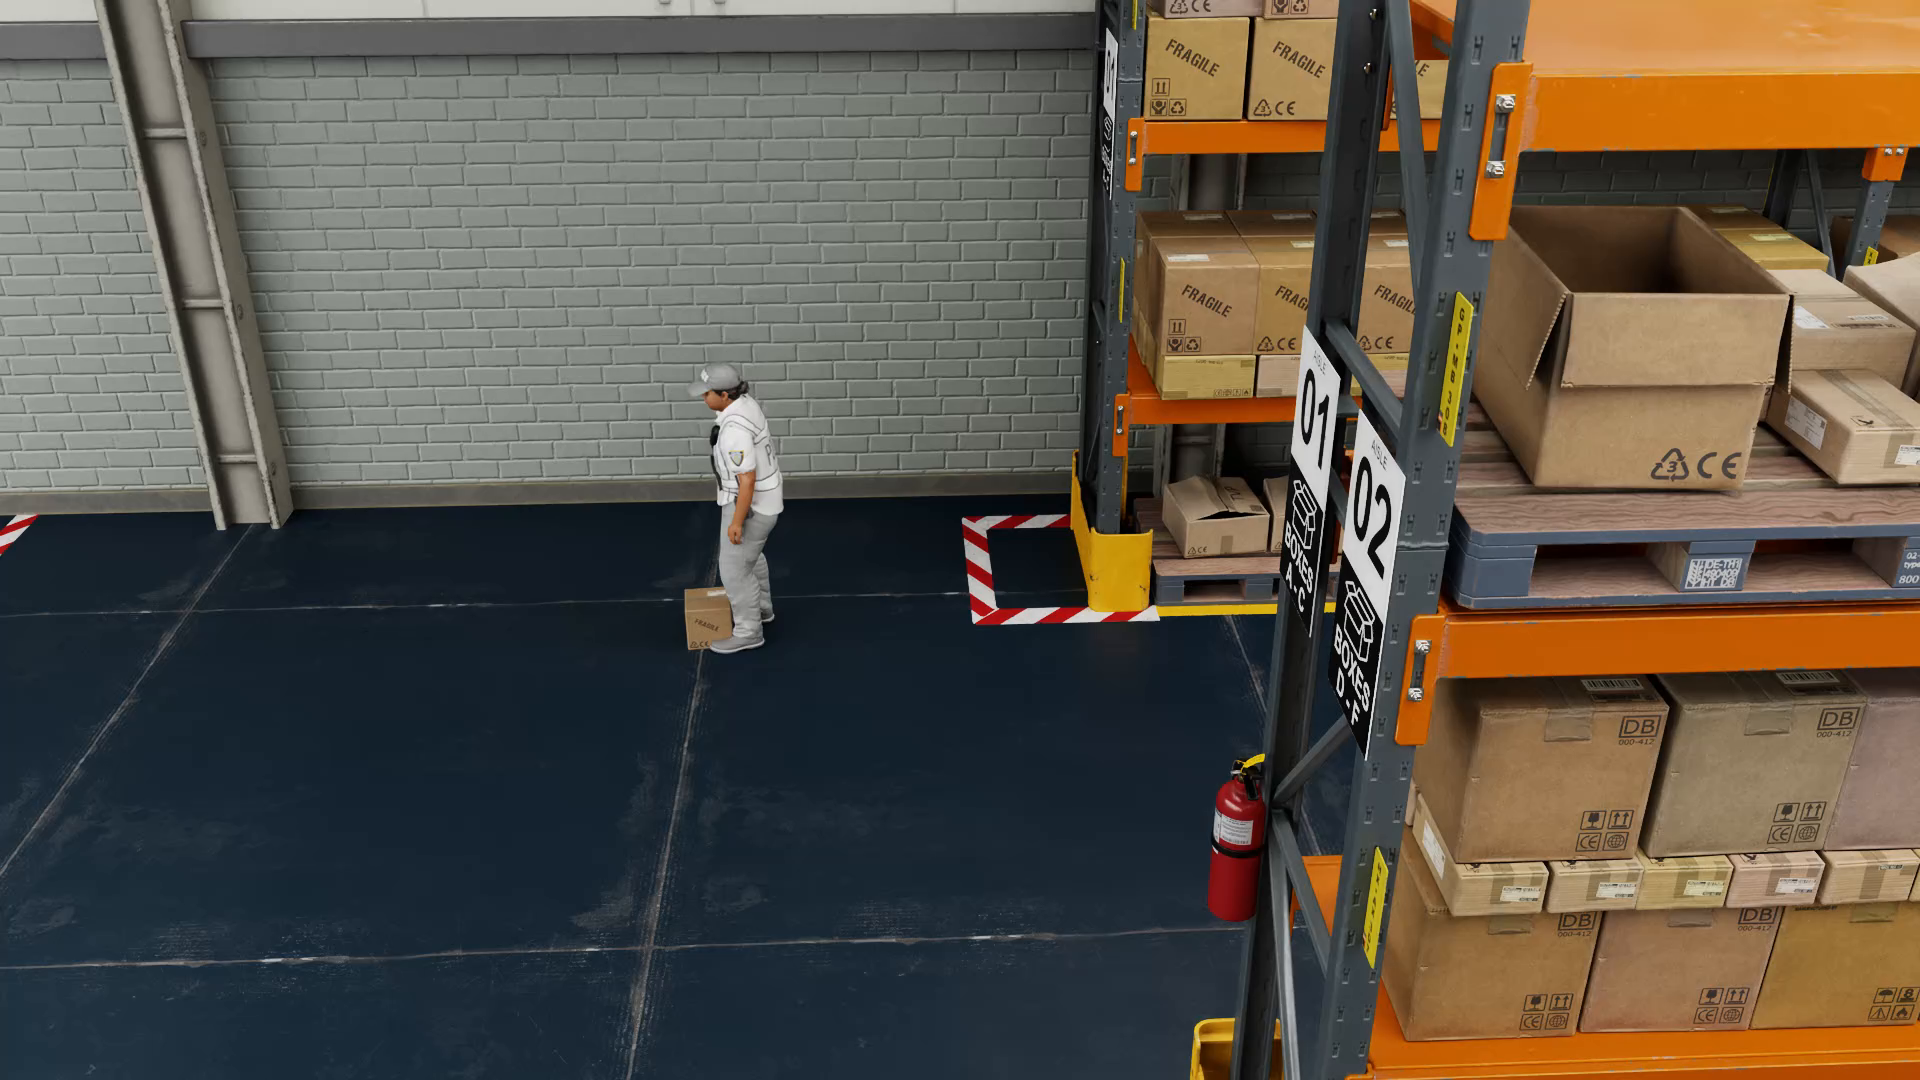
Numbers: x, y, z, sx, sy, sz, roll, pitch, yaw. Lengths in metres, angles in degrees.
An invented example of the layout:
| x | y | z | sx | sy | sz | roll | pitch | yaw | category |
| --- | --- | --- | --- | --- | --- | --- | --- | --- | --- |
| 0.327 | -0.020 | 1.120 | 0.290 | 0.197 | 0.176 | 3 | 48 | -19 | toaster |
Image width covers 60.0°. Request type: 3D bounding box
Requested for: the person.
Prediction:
| x | y | z | sx | sy | sz | roll | pitch | yaw | category |
| --- | --- | --- | --- | --- | --- | --- | --- | --- | --- |
| -1.194 | -0.193 | 8.981 | 0.457 | 1.666 | 0.554 | -2 | 28 | -4 | person |
